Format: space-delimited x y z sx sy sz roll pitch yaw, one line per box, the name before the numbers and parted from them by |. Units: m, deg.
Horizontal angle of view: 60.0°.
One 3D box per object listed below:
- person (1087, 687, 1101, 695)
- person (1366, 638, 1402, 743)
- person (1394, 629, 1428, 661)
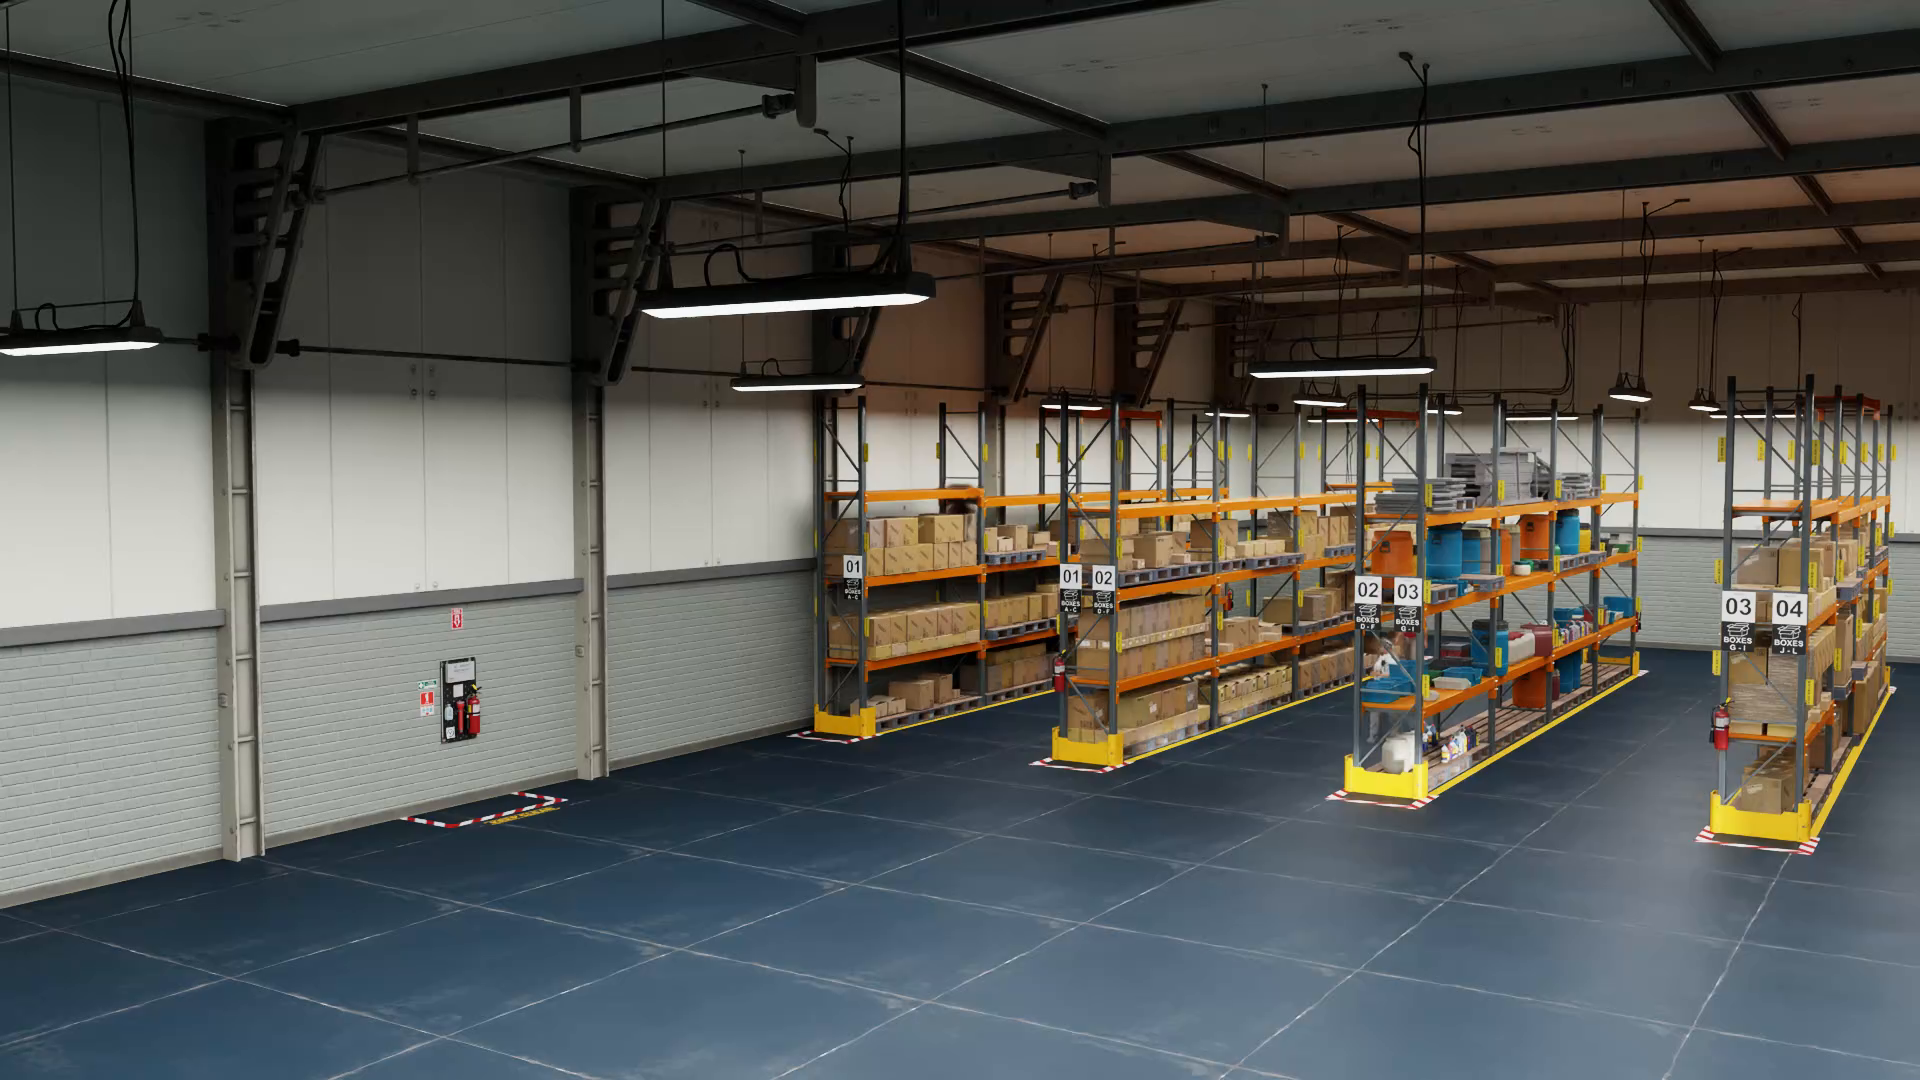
person | 2.579 2.525 30.794 0.651 1.729 0.661 -1 3 -10
person | 7.433 2.612 28.861 0.543 1.833 0.846 2 4 38
person | 9.921 2.237 36.560 0.655 1.672 1.060 2 4 32
